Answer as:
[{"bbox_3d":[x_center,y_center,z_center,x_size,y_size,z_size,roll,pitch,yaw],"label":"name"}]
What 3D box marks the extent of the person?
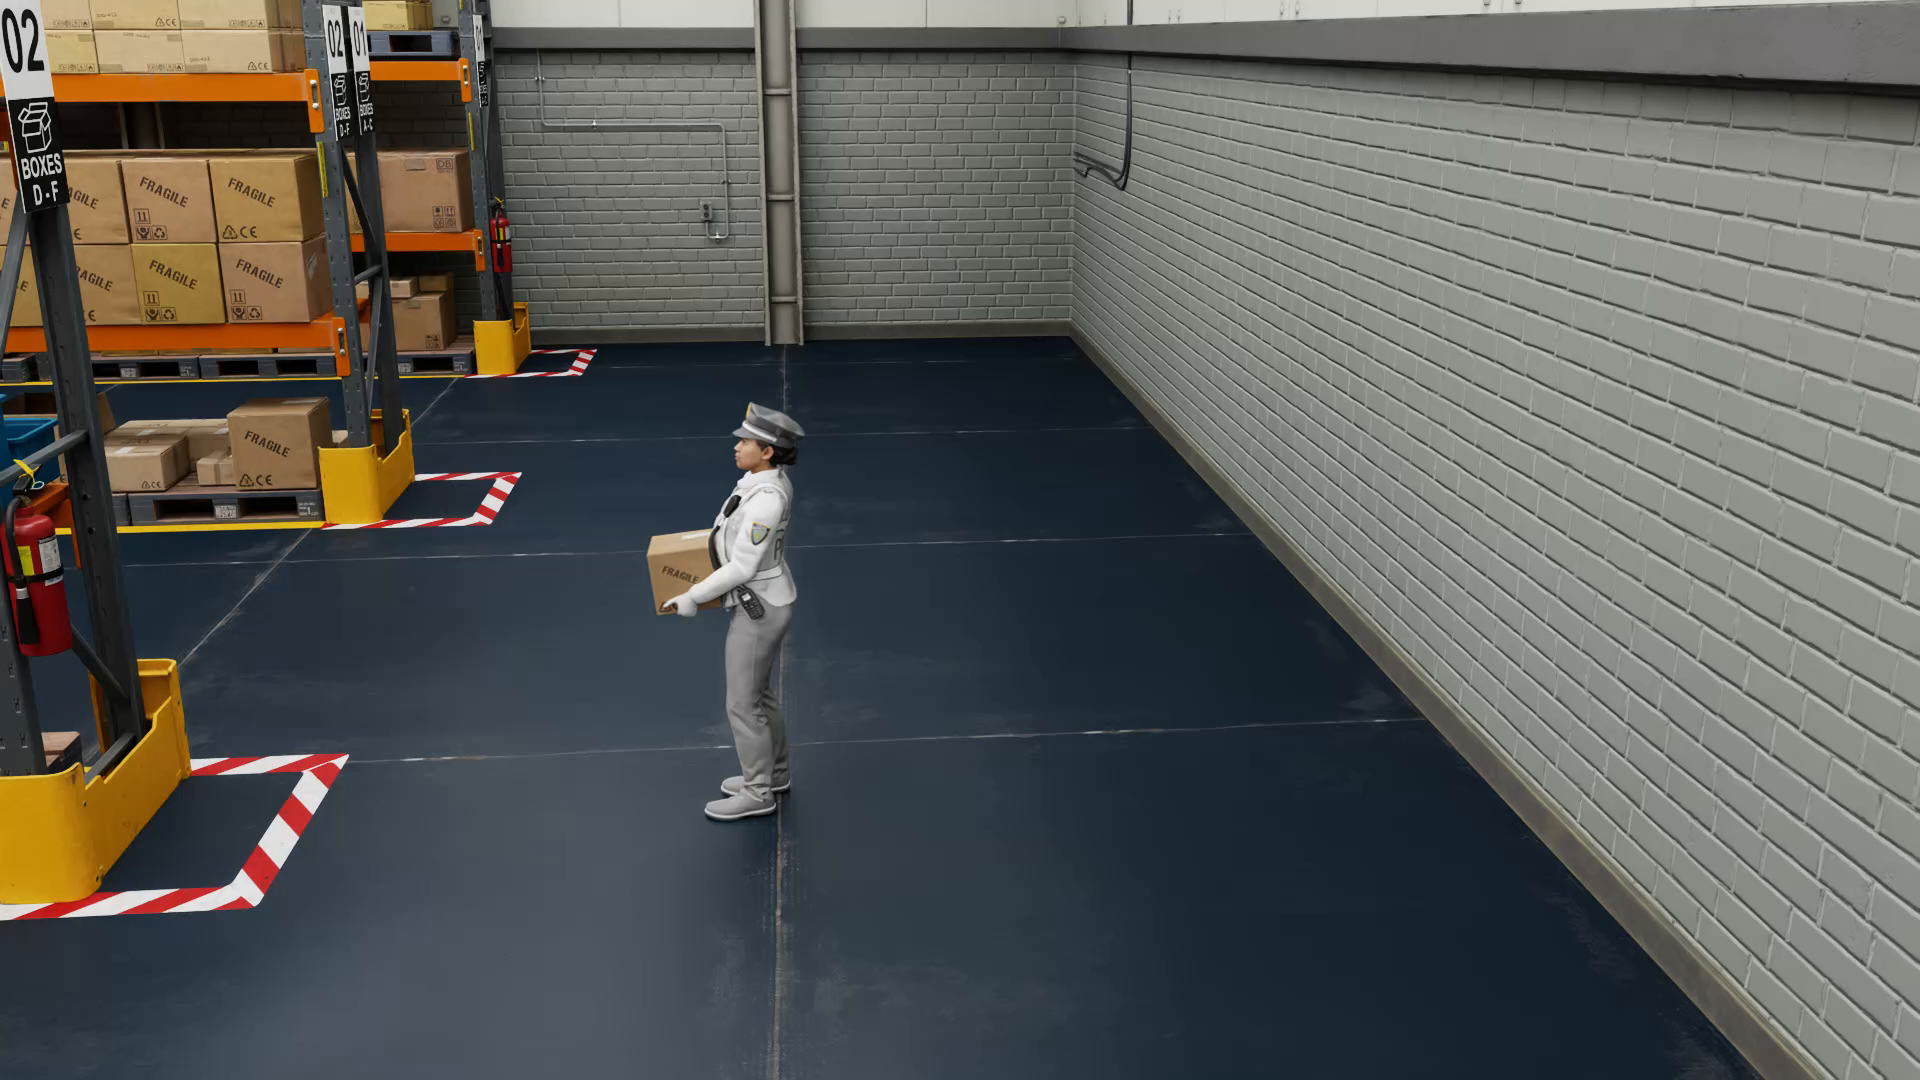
[{"bbox_3d":[-0.874,0.277,6.582,0.564,1.686,0.460,-2,17,-5],"label":"person"}]
